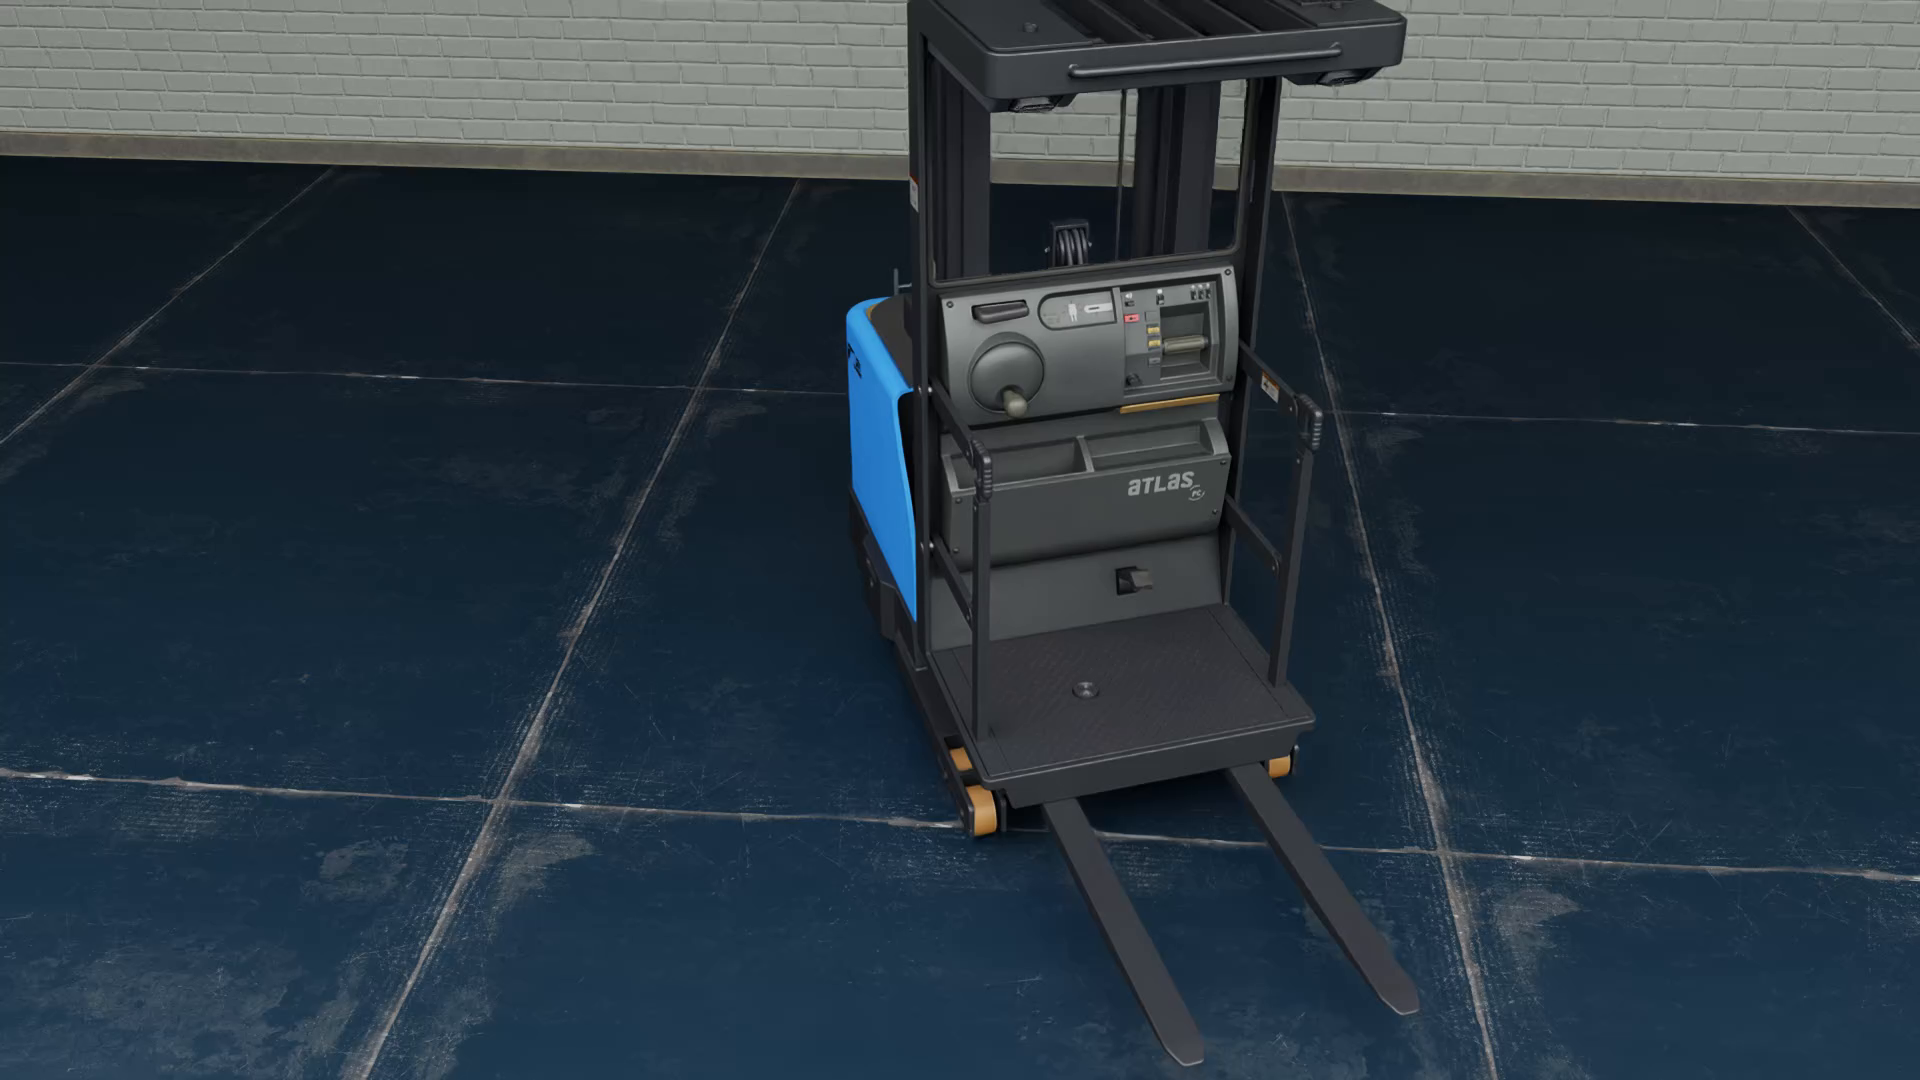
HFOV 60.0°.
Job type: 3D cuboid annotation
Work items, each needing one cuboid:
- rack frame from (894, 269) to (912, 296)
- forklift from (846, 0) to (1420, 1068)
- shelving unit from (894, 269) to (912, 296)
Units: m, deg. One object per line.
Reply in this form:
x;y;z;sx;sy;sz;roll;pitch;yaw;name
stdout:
-0.161;-0.617;6.751;0.200;1.050;0.008;-9;33;-14;rack frame
0.462;-0.546;4.843;1.130;2.935;3.031;-9;33;-14;forklift
-0.127;-0.556;6.651;0.215;1.050;0.252;-9;33;-14;shelving unit
